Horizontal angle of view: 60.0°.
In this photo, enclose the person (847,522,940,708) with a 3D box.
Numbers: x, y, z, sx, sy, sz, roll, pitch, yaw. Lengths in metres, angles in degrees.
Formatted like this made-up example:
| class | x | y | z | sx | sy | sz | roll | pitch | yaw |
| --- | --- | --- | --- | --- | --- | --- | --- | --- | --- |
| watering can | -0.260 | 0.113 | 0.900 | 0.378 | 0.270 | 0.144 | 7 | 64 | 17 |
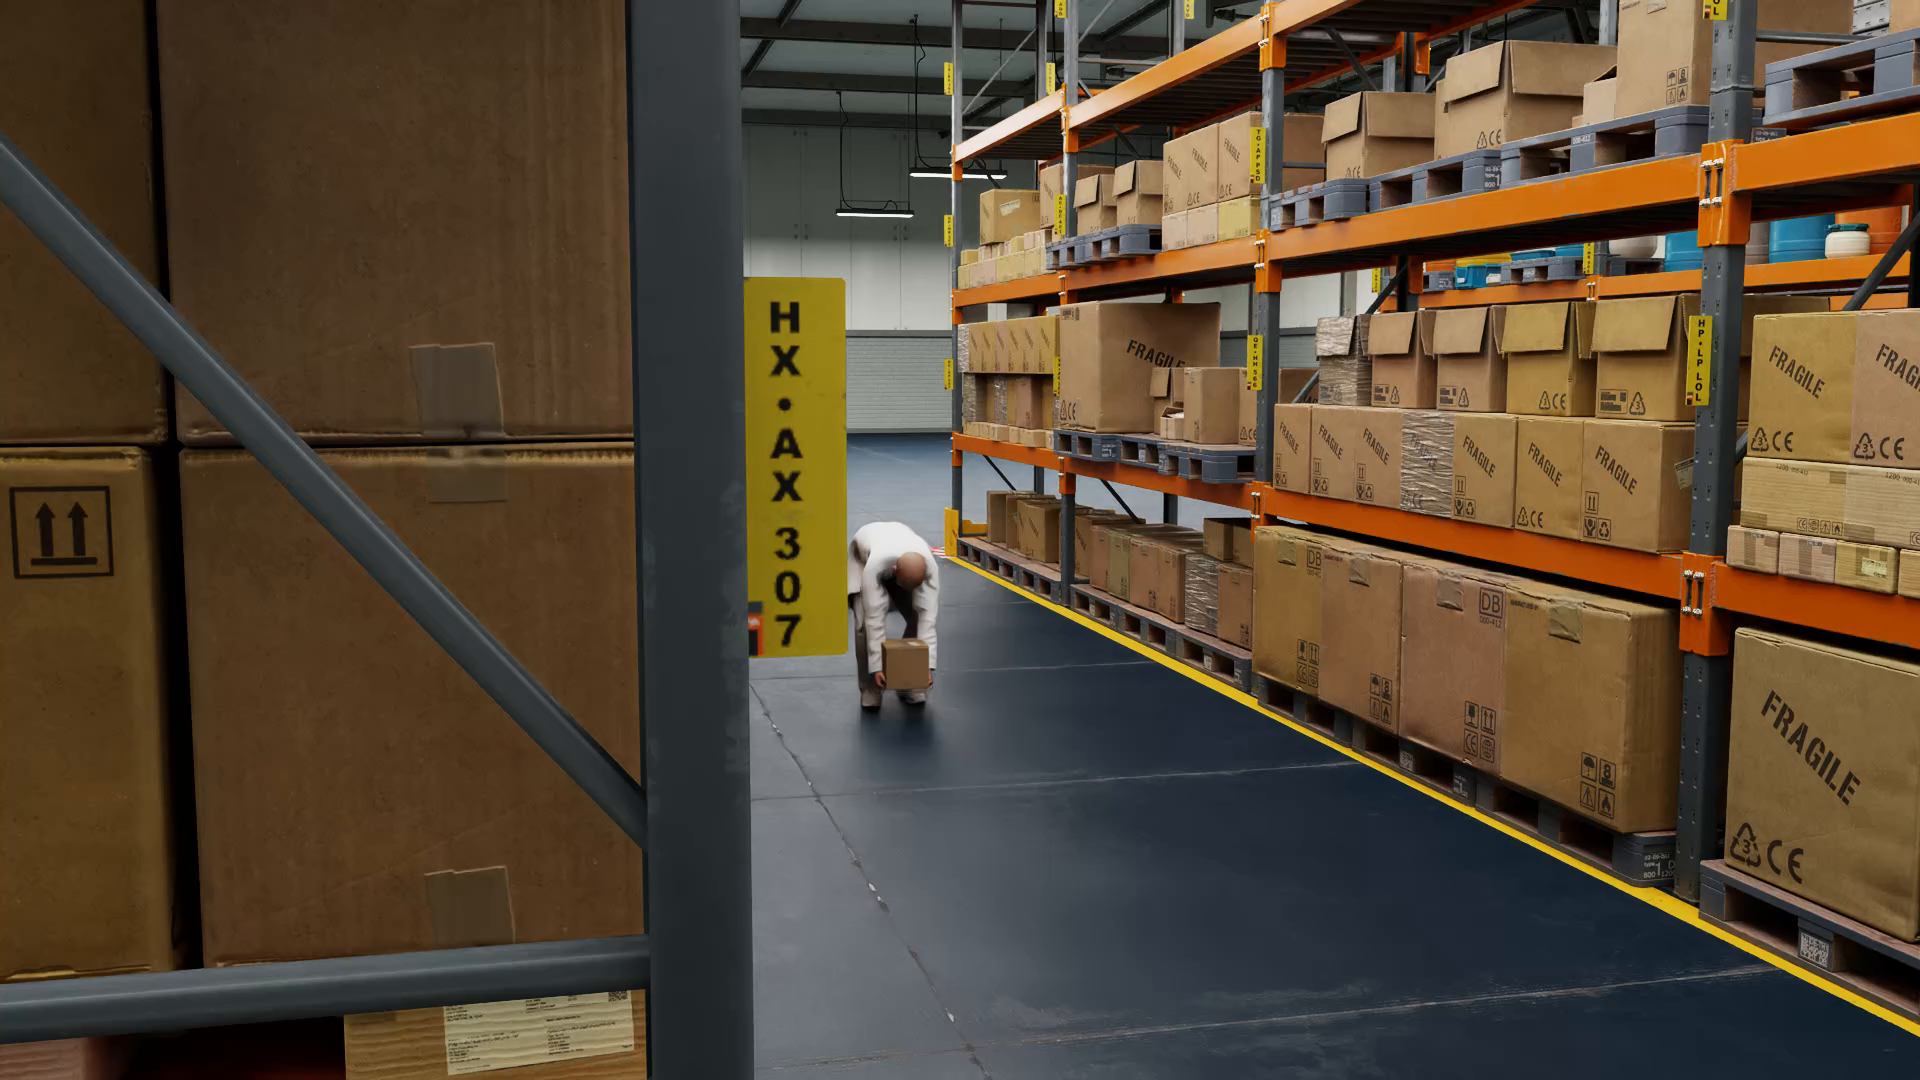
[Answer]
| class | x | y | z | sx | sy | sz | roll | pitch | yaw |
| --- | --- | --- | --- | --- | --- | --- | --- | --- | --- |
| person | -0.378 | 0.457 | 9.819 | 0.575 | 1.089 | 0.950 | -2 | 6 | -16 |
